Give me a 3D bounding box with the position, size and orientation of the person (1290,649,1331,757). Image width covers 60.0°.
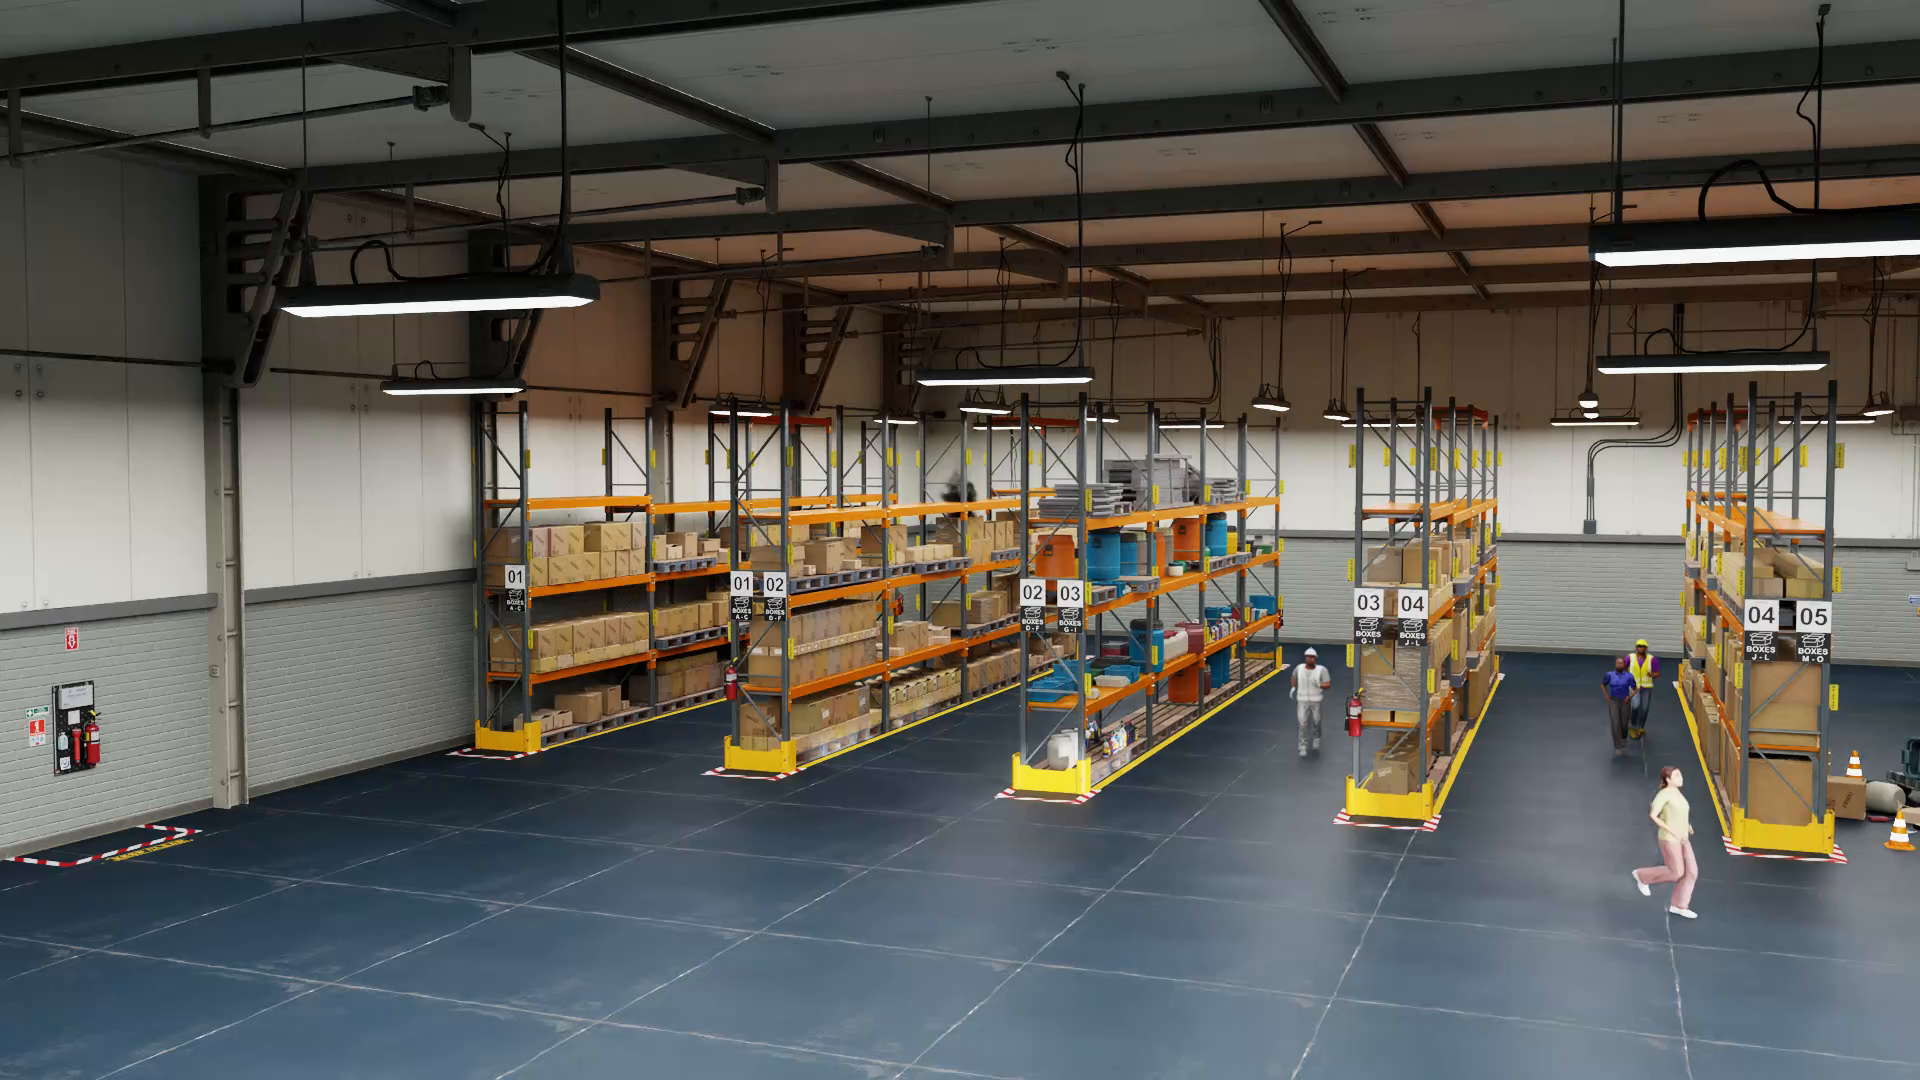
[{"bbox_3d":[5.904,2.714,28.045,0.683,1.770,0.997,1,3,17],"label":"person"}]

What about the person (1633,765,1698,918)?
[{"bbox_3d":[7.825,3.307,18.371,0.586,1.623,0.713,-2,4,-38],"label":"person"}]

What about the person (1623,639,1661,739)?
[{"bbox_3d":[12.194,2.674,29.818,0.670,1.801,0.728,1,3,13],"label":"person"}]

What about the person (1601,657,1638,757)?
[{"bbox_3d":[11.218,2.858,28.307,0.589,1.563,0.730,1,3,21],"label":"person"}]
